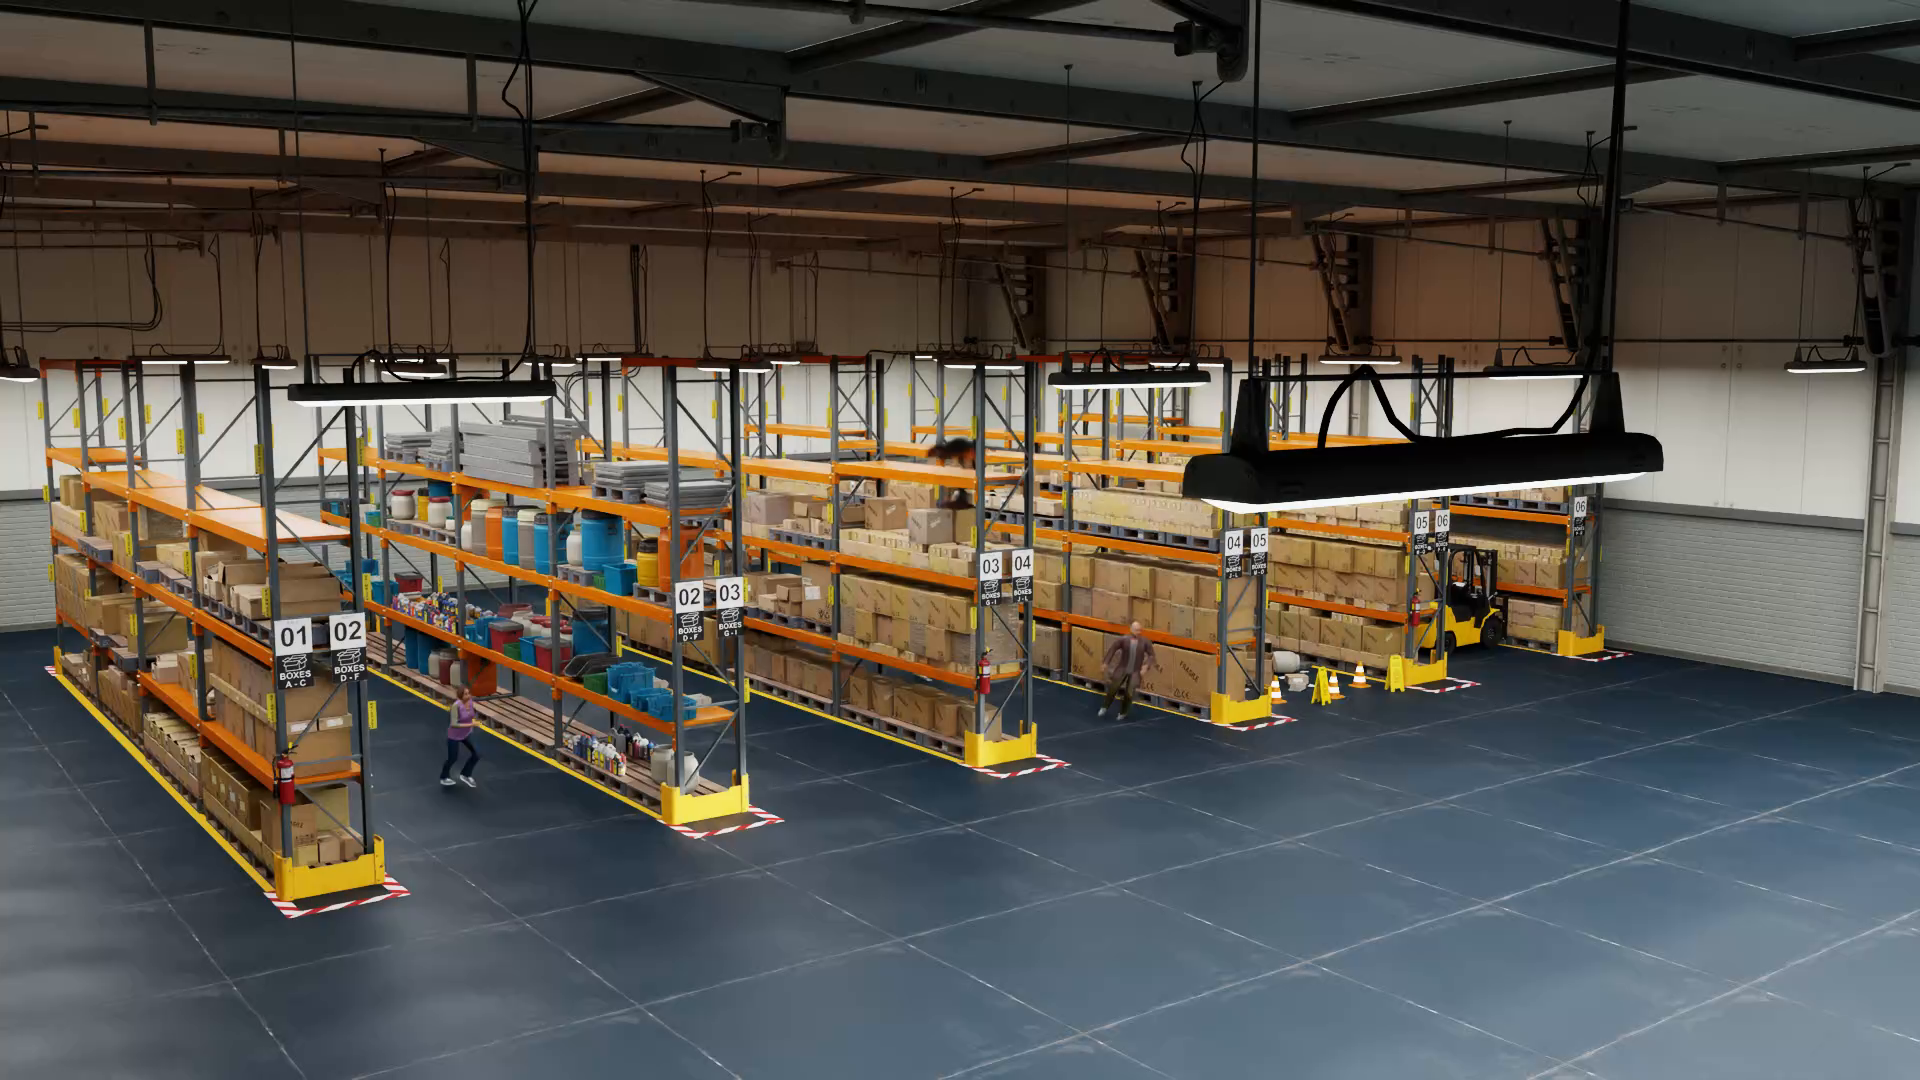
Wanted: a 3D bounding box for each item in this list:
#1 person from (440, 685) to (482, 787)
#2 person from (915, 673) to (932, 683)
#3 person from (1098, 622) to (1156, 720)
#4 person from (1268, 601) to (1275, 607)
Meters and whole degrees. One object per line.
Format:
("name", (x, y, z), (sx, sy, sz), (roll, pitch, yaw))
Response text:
("person", (-7.016, 2.763, 23.413), (0.889, 1.517, 0.543), (5, 8, 33))
("person", (-0.585, 1.793, 30.943), (0.699, 1.688, 0.527), (6, 9, 39))
("person", (2.782, 2.204, 27.732), (0.957, 1.712, 0.604), (1, 7, 7))
("person", (6.828, 1.204, 35.973), (0.738, 1.679, 0.564), (6, 9, 41))
